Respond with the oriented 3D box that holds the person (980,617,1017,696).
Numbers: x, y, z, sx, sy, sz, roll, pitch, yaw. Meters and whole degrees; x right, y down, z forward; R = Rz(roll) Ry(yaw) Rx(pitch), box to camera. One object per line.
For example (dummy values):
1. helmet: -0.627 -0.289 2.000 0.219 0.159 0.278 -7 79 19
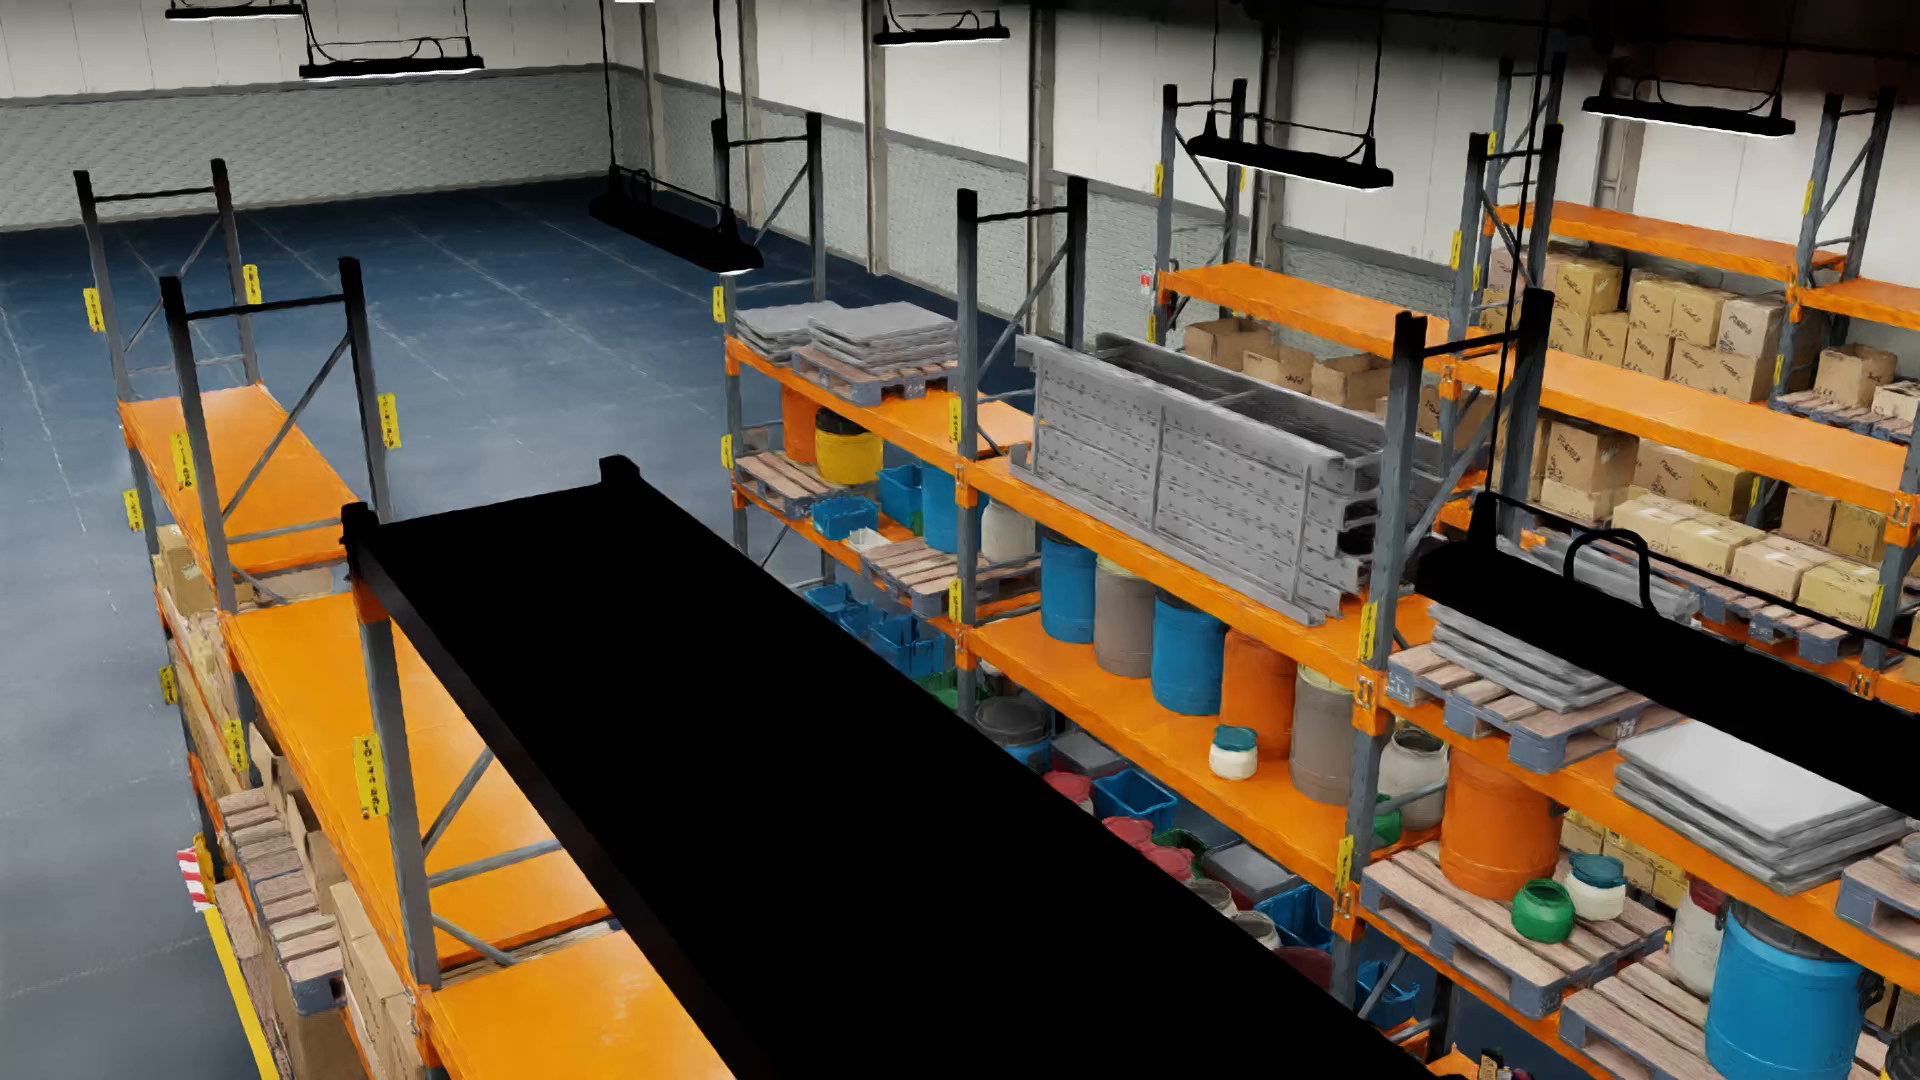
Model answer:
1. person: 0.438 1.241 15.889 0.546 1.765 0.657 -5 22 -12
